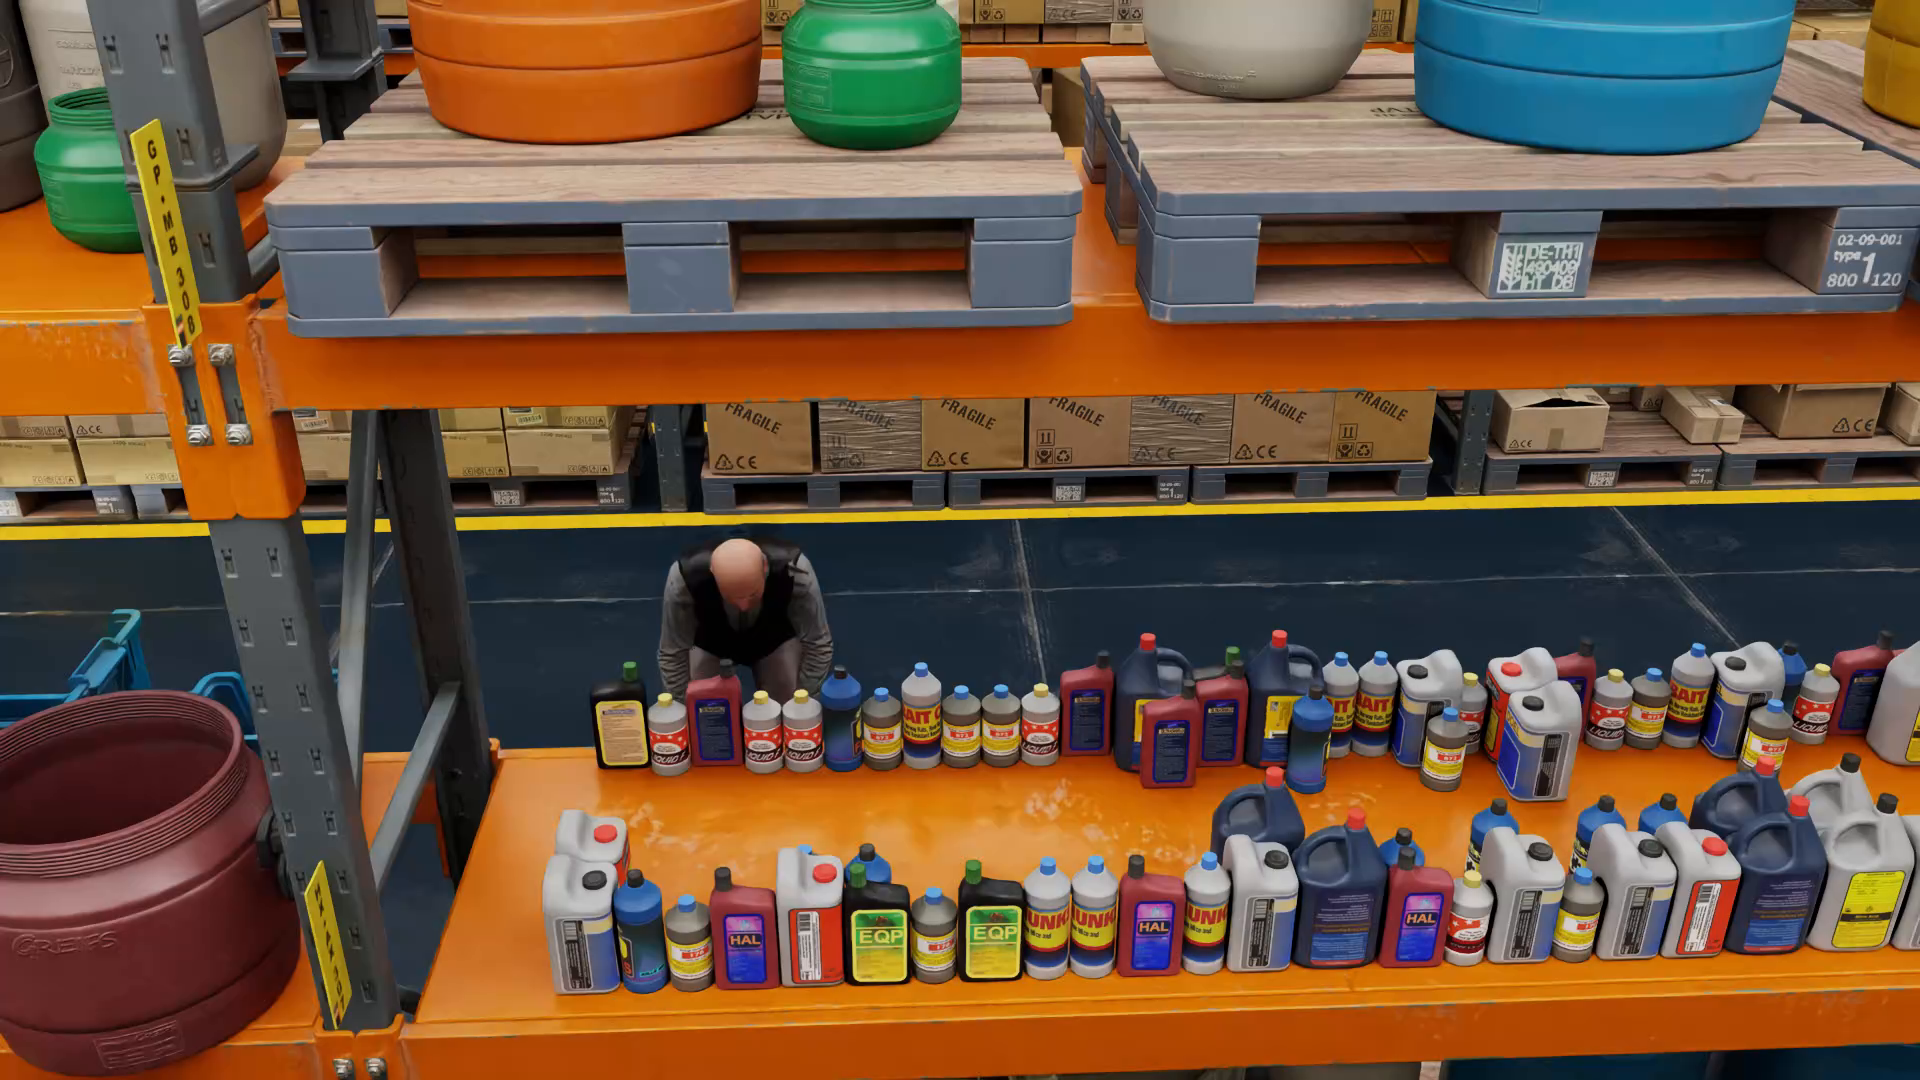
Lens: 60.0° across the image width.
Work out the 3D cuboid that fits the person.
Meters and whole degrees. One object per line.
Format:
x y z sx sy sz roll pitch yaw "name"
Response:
-0.725 0.446 5.760 0.588 1.289 0.767 -1 27 -3 "person"
